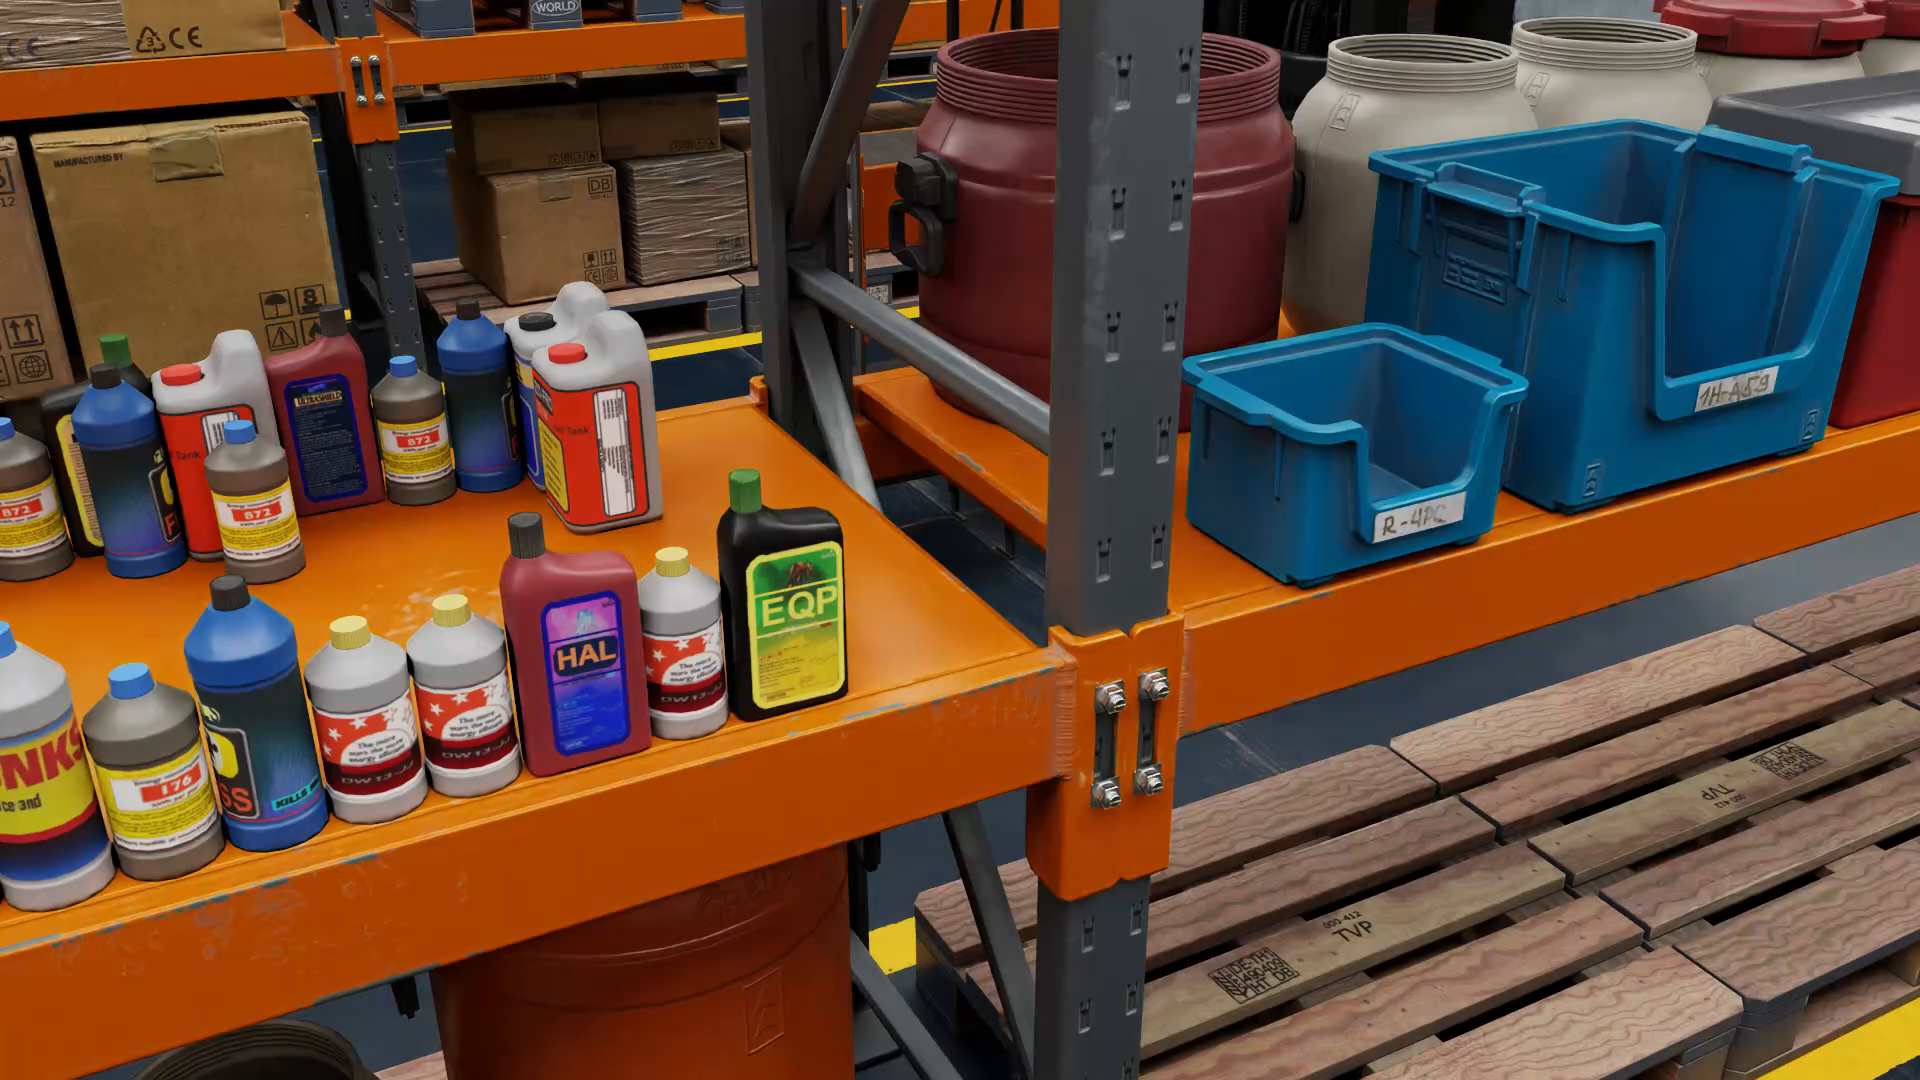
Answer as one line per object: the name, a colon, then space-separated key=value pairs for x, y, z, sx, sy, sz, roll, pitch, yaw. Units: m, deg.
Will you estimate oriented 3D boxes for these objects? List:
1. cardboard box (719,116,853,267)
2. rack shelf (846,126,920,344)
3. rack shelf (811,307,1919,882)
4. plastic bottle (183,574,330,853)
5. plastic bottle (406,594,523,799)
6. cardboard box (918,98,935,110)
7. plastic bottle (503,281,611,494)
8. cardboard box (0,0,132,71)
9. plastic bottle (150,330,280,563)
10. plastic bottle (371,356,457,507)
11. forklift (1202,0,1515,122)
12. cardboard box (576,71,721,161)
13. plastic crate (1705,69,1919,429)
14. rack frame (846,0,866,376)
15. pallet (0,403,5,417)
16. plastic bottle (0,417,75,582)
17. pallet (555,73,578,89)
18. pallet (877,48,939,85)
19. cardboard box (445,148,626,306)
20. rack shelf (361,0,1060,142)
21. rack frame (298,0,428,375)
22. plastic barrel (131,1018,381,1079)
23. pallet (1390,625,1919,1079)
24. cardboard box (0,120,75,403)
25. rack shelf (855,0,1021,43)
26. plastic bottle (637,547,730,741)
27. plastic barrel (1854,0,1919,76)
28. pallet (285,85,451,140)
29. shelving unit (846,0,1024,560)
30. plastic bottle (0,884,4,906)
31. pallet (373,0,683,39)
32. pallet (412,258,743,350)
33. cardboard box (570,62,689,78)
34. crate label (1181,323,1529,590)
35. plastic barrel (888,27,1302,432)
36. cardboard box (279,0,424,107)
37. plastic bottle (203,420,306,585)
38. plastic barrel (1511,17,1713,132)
cardboard box: x=-0.805 y=-1.589 z=7.474 sx=0.500 sy=0.500 sz=0.700 roll=-11 pitch=28 yaw=-21
rack shelf: x=-0.146 y=-0.901 z=4.731 sx=0.480 sy=0.518 sz=0.431 roll=-13 pitch=29 yaw=-25
rack shelf: x=1.728 y=-0.329 z=3.301 sx=4.000 sy=0.370 sz=1.077 roll=-13 pitch=29 yaw=-25
plastic bottle: x=-0.679 y=0.160 z=1.599 sx=0.097 sy=0.271 sz=0.097 roll=0 pitch=26 yaw=0
plastic bottle: x=-0.507 y=0.152 z=1.696 sx=0.097 sy=0.201 sz=0.097 roll=0 pitch=26 yaw=0
cardboard box: x=0.180 y=-1.817 z=7.948 sx=0.500 sy=0.500 sz=0.700 roll=-13 pitch=29 yaw=-25
plastic bottle: x=-0.571 y=-0.225 z=2.397 sx=0.135 sy=0.276 sz=0.152 roll=-13 pitch=29 yaw=-25
cardboard box: x=-3.129 y=-1.888 z=5.602 sx=0.500 sy=0.500 sz=0.500 roll=-13 pitch=29 yaw=-26
plastic bottle: x=-0.979 y=-0.131 z=2.201 sx=0.135 sy=0.276 sz=0.152 roll=-13 pitch=29 yaw=-25
plastic bottle: x=-0.772 y=-0.159 z=2.345 sx=0.097 sy=0.201 sz=0.097 roll=0 pitch=26 yaw=0
forklift: x=1.566 y=-1.829 z=5.673 sx=3.031 sy=2.935 sz=1.130 roll=-17 pitch=31 yaw=-31
cardboard box: x=-1.327 y=-1.807 z=7.061 sx=0.500 sy=0.250 sz=0.500 roll=-10 pitch=27 yaw=-19
plastic crate: x=1.533 y=-0.487 z=2.725 sx=0.583 sy=0.464 sz=0.402 roll=-13 pitch=29 yaw=-25
rack frame: x=-0.361 y=-0.863 z=4.622 sx=0.015 sy=2.100 sz=0.400 roll=-13 pitch=29 yaw=-25
pallet: x=-4.174 y=-0.502 z=6.052 sx=1.213 sy=0.211 sz=1.003 roll=-13 pitch=29 yaw=-25
plastic bottle: x=-1.212 y=-0.057 z=2.133 sx=0.097 sy=0.201 sz=0.097 roll=0 pitch=26 yaw=0
pallet: x=-2.806 y=-3.174 z=11.617 sx=1.213 sy=0.211 sz=1.003 roll=-13 pitch=29 yaw=-25
pallet: x=-0.375 y=-3.735 z=12.785 sx=1.213 sy=0.211 sz=1.003 roll=-13 pitch=29 yaw=-25
cardboard box: x=-1.786 y=-1.353 z=6.982 sx=0.500 sy=0.500 sz=0.700 roll=-15 pitch=29 yaw=-28
rack shelf: x=-0.603 y=-2.221 z=7.241 sx=4.000 sy=0.370 sz=1.077 roll=-13 pitch=29 yaw=-25
rack frame: x=-2.367 y=-2.138 z=6.237 sx=0.127 sy=3.000 sz=1.000 roll=-13 pitch=29 yaw=-25
plastic barrel: x=-0.917 y=0.941 z=2.213 sx=0.421 sy=0.512 sz=0.421 roll=0 pitch=26 yaw=0
pallet: x=1.740 y=0.621 z=3.712 sx=1.213 sy=0.211 sz=1.003 roll=-13 pitch=29 yaw=-25
cardboard box: x=-3.776 y=-1.058 z=5.957 sx=0.875 sy=0.875 sz=1.225 roll=-13 pitch=29 yaw=-25
rack shelf: x=-0.146 y=-1.532 z=4.428 sx=0.480 sy=0.518 sz=0.431 roll=-13 pitch=29 yaw=-25
plastic bottle: x=-0.303 y=0.105 z=1.794 sx=0.097 sy=0.201 sz=0.097 roll=0 pitch=26 yaw=0
plastic barrel: x=1.898 y=-0.861 z=3.422 sx=0.433 sy=0.535 sz=0.433 roll=0 pitch=26 yaw=0
pallet: x=-3.881 y=-2.927 z=11.103 sx=1.213 sy=0.211 sz=1.003 roll=-13 pitch=29 yaw=-25
shelving unit: x=-0.146 y=-0.913 z=4.725 sx=0.503 sy=2.100 sz=0.431 roll=-13 pitch=29 yaw=-25
plastic bottle: x=-0.936 y=0.252 z=1.490 sx=0.097 sy=0.201 sz=0.097 roll=0 pitch=26 yaw=0
pallet: x=-1.789 y=-2.237 z=6.665 sx=1.003 sy=0.211 sz=1.213 roll=-13 pitch=29 yaw=-25
pallet: x=-1.677 y=-1.039 z=7.170 sx=1.213 sy=0.211 sz=1.003 roll=-13 pitch=29 yaw=-25
cardboard box: x=-2.441 y=-3.686 z=11.577 sx=0.750 sy=0.750 sz=1.050 roll=-13 pitch=29 yaw=-25
crate label: x=0.511 y=-0.113 z=2.214 sx=0.416 sy=0.233 sz=0.303 roll=-13 pitch=29 yaw=-25
plastic barrel: x=0.230 y=-0.518 z=2.705 sx=0.708 sy=0.536 sz=0.600 roll=-13 pitch=29 yaw=-25
cardboard box: x=-4.033 y=-3.317 z=10.808 sx=0.750 sy=0.750 sz=1.050 roll=-13 pitch=29 yaw=-26
plastic bottle: x=-0.904 y=-0.054 z=2.126 sx=0.097 sy=0.201 sz=0.097 roll=0 pitch=26 yaw=0
plastic barrel: x=1.142 y=-0.673 z=3.058 sx=0.421 sy=0.512 sz=0.421 roll=0 pitch=26 yaw=0
